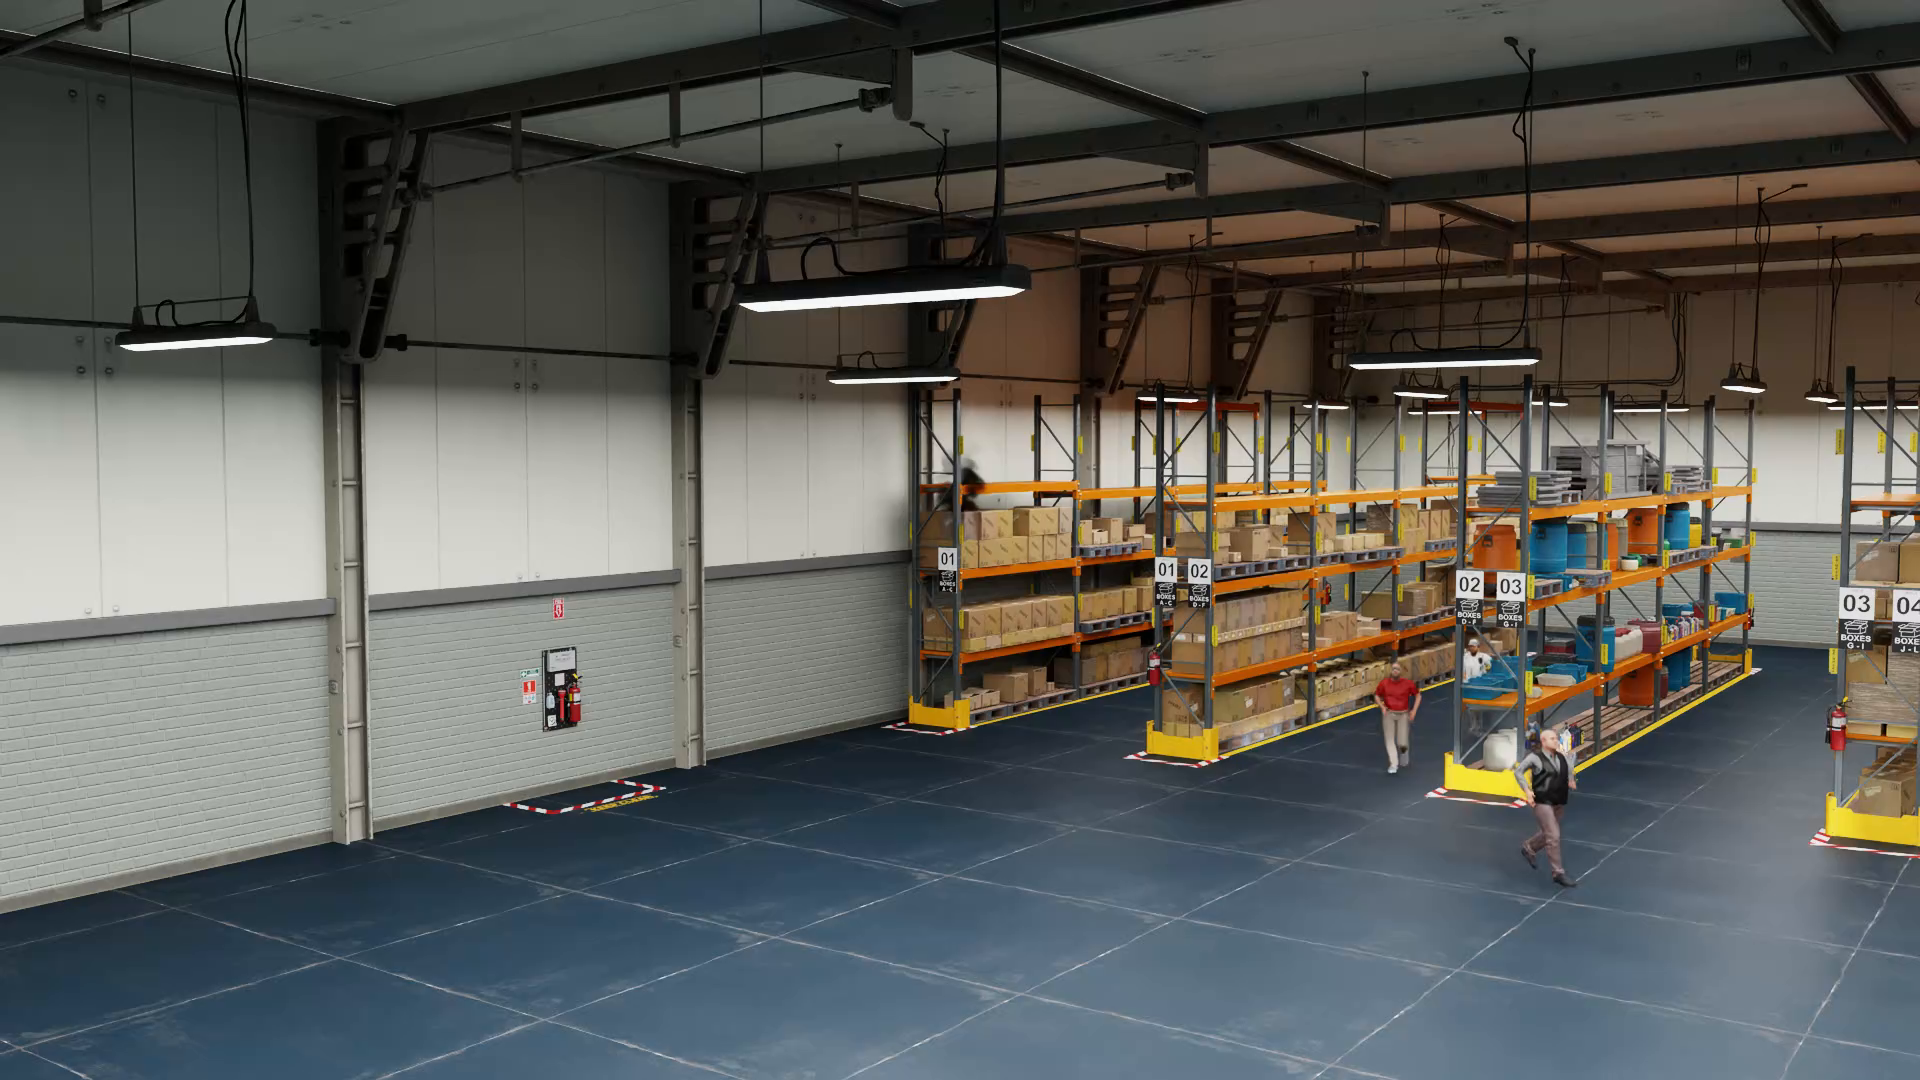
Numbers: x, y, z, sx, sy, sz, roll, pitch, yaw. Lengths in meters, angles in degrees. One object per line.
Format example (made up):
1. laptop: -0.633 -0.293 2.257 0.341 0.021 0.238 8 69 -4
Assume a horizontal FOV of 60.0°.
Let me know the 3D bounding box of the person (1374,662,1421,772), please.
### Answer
1. person: 6.682 2.705 25.435 0.693 1.675 0.597 1 3 20

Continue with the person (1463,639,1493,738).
1. person: 8.855 2.562 28.607 0.613 1.720 0.711 3 4 38

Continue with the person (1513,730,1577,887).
1. person: 6.746 3.029 19.068 0.669 1.705 0.964 -1 4 -23
